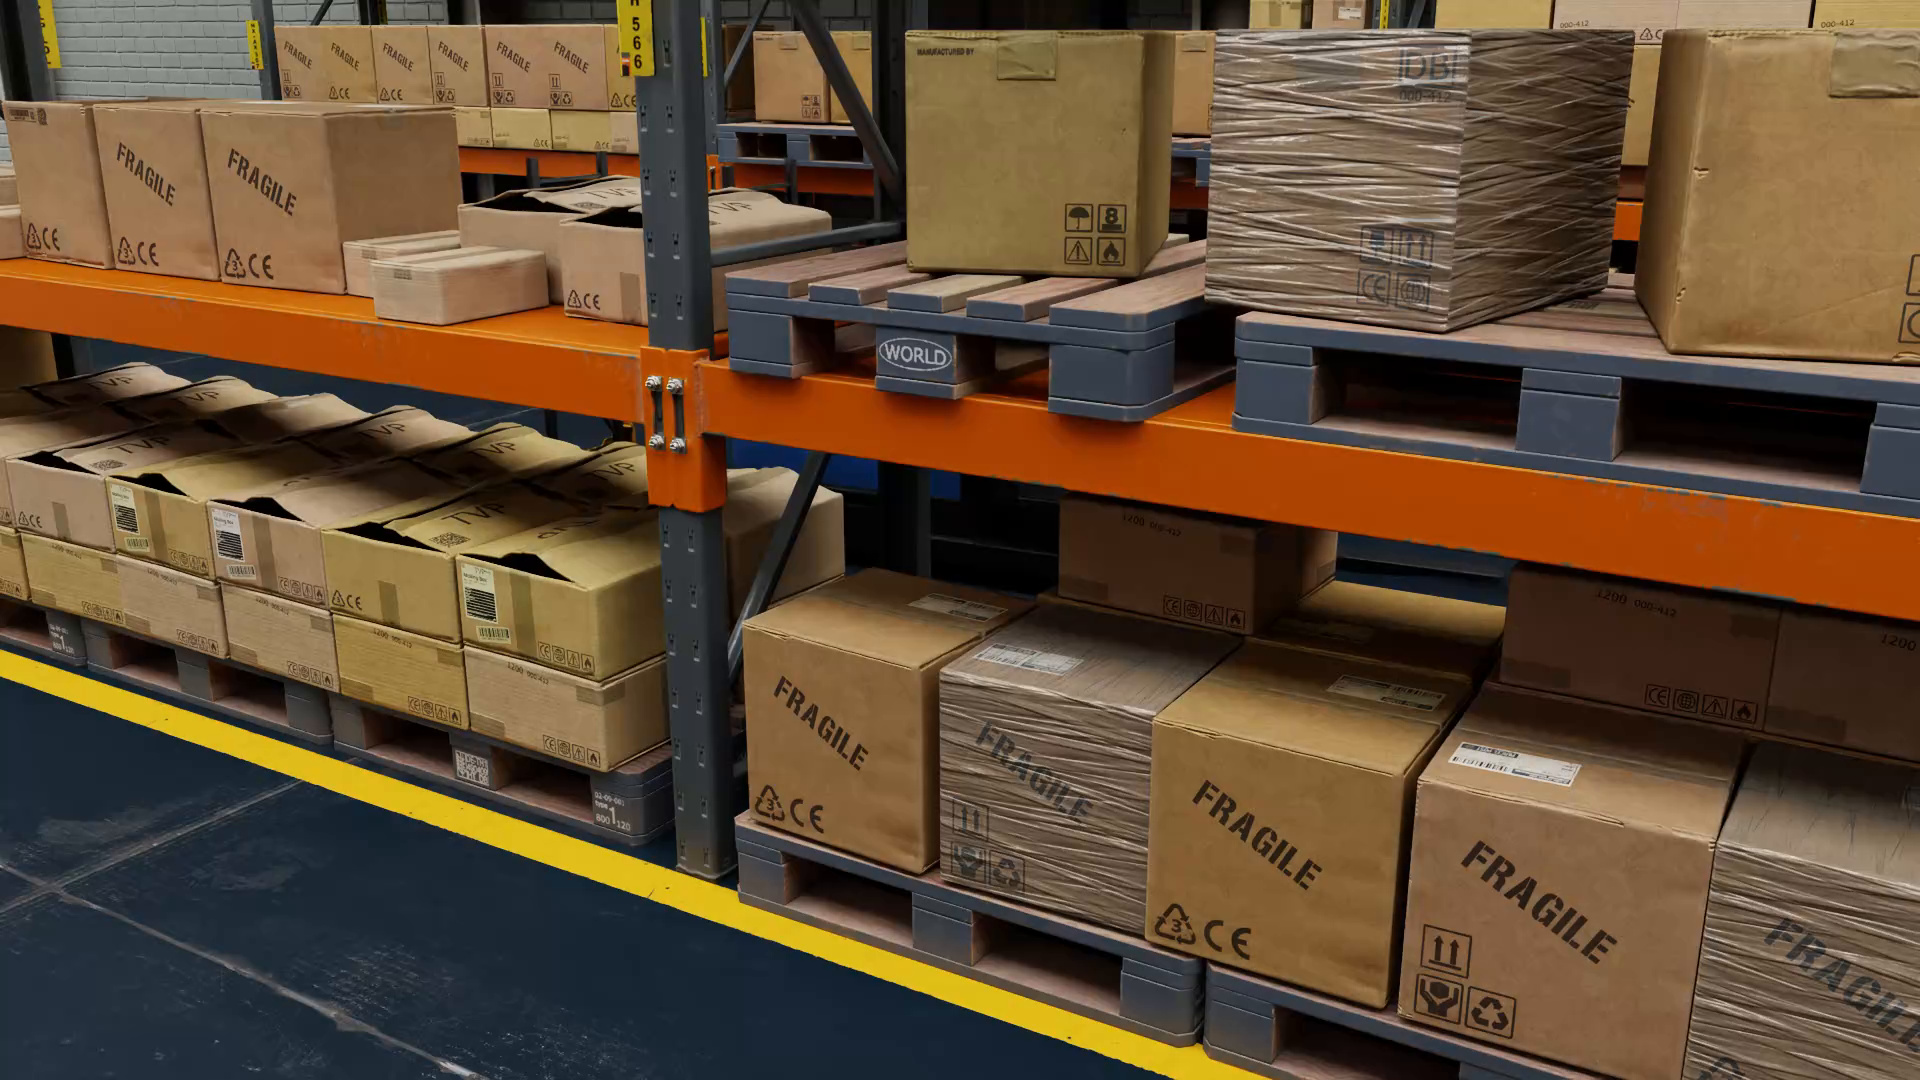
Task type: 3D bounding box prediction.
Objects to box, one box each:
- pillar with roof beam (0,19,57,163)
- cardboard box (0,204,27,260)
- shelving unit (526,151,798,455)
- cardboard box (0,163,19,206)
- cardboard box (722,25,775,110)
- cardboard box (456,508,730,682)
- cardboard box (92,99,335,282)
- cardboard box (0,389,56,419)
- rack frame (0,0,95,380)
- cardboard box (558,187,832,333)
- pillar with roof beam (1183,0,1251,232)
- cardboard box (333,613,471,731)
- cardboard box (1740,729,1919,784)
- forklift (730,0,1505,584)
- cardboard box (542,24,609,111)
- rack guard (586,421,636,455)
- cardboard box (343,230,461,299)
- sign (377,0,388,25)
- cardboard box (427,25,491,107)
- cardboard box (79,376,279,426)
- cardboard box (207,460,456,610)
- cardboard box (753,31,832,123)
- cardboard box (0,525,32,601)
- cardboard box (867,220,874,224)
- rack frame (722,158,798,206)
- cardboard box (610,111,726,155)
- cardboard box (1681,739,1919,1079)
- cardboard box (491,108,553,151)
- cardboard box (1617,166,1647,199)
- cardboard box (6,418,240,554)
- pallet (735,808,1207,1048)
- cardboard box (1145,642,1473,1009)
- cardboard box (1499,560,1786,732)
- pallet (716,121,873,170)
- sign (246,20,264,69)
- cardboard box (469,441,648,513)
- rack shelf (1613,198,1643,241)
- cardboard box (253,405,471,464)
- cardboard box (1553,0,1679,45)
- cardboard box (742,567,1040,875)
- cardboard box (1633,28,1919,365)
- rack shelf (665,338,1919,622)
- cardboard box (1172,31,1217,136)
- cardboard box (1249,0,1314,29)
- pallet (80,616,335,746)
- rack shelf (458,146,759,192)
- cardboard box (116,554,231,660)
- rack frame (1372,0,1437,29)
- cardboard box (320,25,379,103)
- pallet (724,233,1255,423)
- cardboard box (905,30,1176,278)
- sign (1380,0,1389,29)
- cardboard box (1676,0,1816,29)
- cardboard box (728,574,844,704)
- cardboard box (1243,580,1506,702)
[{"bbox_3d":[-10.938,-5.990,11.119,0.400,9.000,9.100,10,20,30],"label":"pillar with roof beam"},{"bbox_3d":[-3.154,-1.024,5.524,0.250,0.149,0.380,10,20,30],"label":"cardboard box"},{"bbox_3d":[-1.263,-0.903,7.274,1.083,1.500,0.587,9,19,26],"label":"shelving unit"},{"bbox_3d":[-3.360,-1.194,5.909,0.500,0.250,0.500,12,20,33],"label":"cardboard box"},{"bbox_3d":[-1.504,-2.977,10.454,0.500,0.500,0.500,10,19,29],"label":"cardboard box"},{"bbox_3d":[-0.969,0.106,4.413,0.500,0.311,0.500,11,20,31],"label":"cardboard box"},{"bbox_3d":[-2.281,-1.100,5.171,0.500,0.500,0.500,10,20,30],"label":"cardboard box"},{"bbox_3d":[-3.580,-0.359,5.945,0.500,0.311,0.500,10,20,30],"label":"cardboard box"},{"bbox_3d":[-3.802,-1.330,6.098,0.127,3.000,1.000,10,20,30],"label":"rack frame"},{"bbox_3d":[-0.681,-0.745,4.325,0.500,0.311,0.500,12,20,33],"label":"cardboard box"},{"bbox_3d":[-0.712,-4.165,5.110,0.400,9.000,9.100,10,20,30],"label":"pillar with roof beam"},{"bbox_3d":[-1.411,0.296,4.753,0.500,0.250,0.500,10,19,29],"label":"cardboard box"},{"bbox_3d":[1.848,0.583,3.346,0.500,0.500,0.500,10,20,31],"label":"cardboard box"},{"bbox_3d":[0.624,-1.334,6.229,3.031,2.935,1.130,8,19,24],"label":"forklift"},{"bbox_3d":[-2.206,-2.924,10.278,0.500,0.500,0.500,10,20,30],"label":"cardboard box"},{"bbox_3d":[-1.704,-0.373,7.678,0.087,0.250,0.587,9,19,26],"label":"rack guard"},{"bbox_3d":[-1.510,-0.781,4.724,0.250,0.149,0.380,12,21,34],"label":"cardboard box"},{"bbox_3d":[-4.314,-4.005,12.370,0.005,0.325,0.100,10,20,30],"label":"sign"},{"bbox_3d":[-3.073,-3.082,10.799,0.500,0.500,0.500,11,20,32],"label":"cardboard box"},{"bbox_3d":[-2.860,-0.415,6.130,0.500,0.311,0.500,11,20,32],"label":"cardboard box"},{"bbox_3d":[-1.844,-0.048,4.923,0.500,0.311,0.500,10,20,30],"label":"cardboard box"},{"bbox_3d":[-0.797,-2.730,9.777,0.500,0.500,0.700,10,20,30],"label":"cardboard box"},{"bbox_3d":[-3.153,-0.014,5.775,0.500,0.250,0.500,11,20,31],"label":"cardboard box"},{"bbox_3d":[-0.200,-1.756,9.756,0.500,0.250,0.500,10,19,29],"label":"cardboard box"},{"bbox_3d":[-0.821,-0.836,7.051,0.032,1.500,0.500,9,19,26],"label":"rack frame"},{"bbox_3d":[-1.775,-2.492,10.147,0.500,0.250,0.500,10,20,30],"label":"cardboard box"},{"bbox_3d":[1.600,0.715,2.910,0.500,0.500,0.500,10,20,31],"label":"cardboard box"},{"bbox_3d":[-2.632,-2.642,10.643,0.500,0.250,0.500,10,20,30],"label":"cardboard box"},{"bbox_3d":[3.026,-1.621,7.455,0.250,0.149,0.380,10,20,30],"label":"cardboard box"},{"bbox_3d":[-2.715,-0.203,5.432,0.500,0.311,0.500,9,19,28],"label":"cardboard box"},{"bbox_3d":[0.223,0.736,4.095,1.213,0.211,1.003,10,20,30],"label":"pallet"},{"bbox_3d":[0.719,0.560,3.420,0.500,0.500,0.500,10,19,29],"label":"cardboard box"},{"bbox_3d":[1.450,0.152,3.475,0.500,0.250,0.500,10,19,29],"label":"cardboard box"},{"bbox_3d":[-0.638,-2.313,9.665,1.213,0.211,1.003,10,20,30],"label":"pallet"},{"bbox_3d":[-4.905,-3.445,11.573,0.005,0.325,0.100,10,20,30],"label":"sign"},{"bbox_3d":[-1.138,-0.105,5.110,0.500,0.311,0.500,10,19,29],"label":"cardboard box"},{"bbox_3d":[3.900,-1.300,7.239,4.000,0.370,1.077,10,20,30],"label":"rack shelf"},{"bbox_3d":[-2.010,-0.261,5.624,0.500,0.311,0.500,10,19,29],"label":"cardboard box"},{"bbox_3d":[2.906,-2.293,7.260,0.500,0.250,0.500,10,19,29],"label":"cardboard box"},{"bbox_3d":[-0.155,0.404,3.933,0.500,0.500,0.500,11,20,32],"label":"cardboard box"},{"bbox_3d":[1.477,-0.615,2.851,0.500,0.500,0.700,5,18,16],"label":"cardboard box"},{"bbox_3d":[1.311,-0.073,3.198,4.000,0.370,1.077,10,20,30],"label":"rack shelf"},{"bbox_3d":[1.300,-2.354,8.542,0.500,0.500,0.700,8,19,25],"label":"cardboard box"},{"bbox_3d":[1.604,-2.608,8.260,0.250,0.149,0.380,7,18,21],"label":"cardboard box"},{"bbox_3d":[-2.110,0.292,5.556,1.213,0.211,1.003,10,20,30],"label":"pallet"},{"bbox_3d":[-2.917,-2.517,11.245,4.000,0.370,1.077,10,20,30],"label":"rack shelf"},{"bbox_3d":[-2.277,0.142,5.263,0.500,0.250,0.500,11,20,31],"label":"cardboard box"},{"bbox_3d":[2.196,-1.949,8.136,0.127,3.000,1.000,10,20,30],"label":"rack frame"},{"bbox_3d":[-3.956,-3.237,11.312,0.500,0.500,0.500,10,20,30],"label":"cardboard box"},{"bbox_3d":[0.221,-0.544,3.840,1.003,0.211,1.213,10,20,30],"label":"pallet"},{"bbox_3d":[0.202,-0.902,3.796,0.500,0.500,0.700,4,17,12],"label":"cardboard box"},{"bbox_3d":[1.920,-2.329,7.532,0.005,0.325,0.100,10,20,30],"label":"sign"},{"bbox_3d":[3.334,-2.218,7.013,0.500,0.250,0.500,10,20,30],"label":"cardboard box"},{"bbox_3d":[-0.686,0.241,4.935,0.500,0.250,0.500,10,20,30],"label":"cardboard box"},{"bbox_3d":[0.967,0.427,3.858,0.500,0.500,0.500,9,19,28],"label":"cardboard box"}]
